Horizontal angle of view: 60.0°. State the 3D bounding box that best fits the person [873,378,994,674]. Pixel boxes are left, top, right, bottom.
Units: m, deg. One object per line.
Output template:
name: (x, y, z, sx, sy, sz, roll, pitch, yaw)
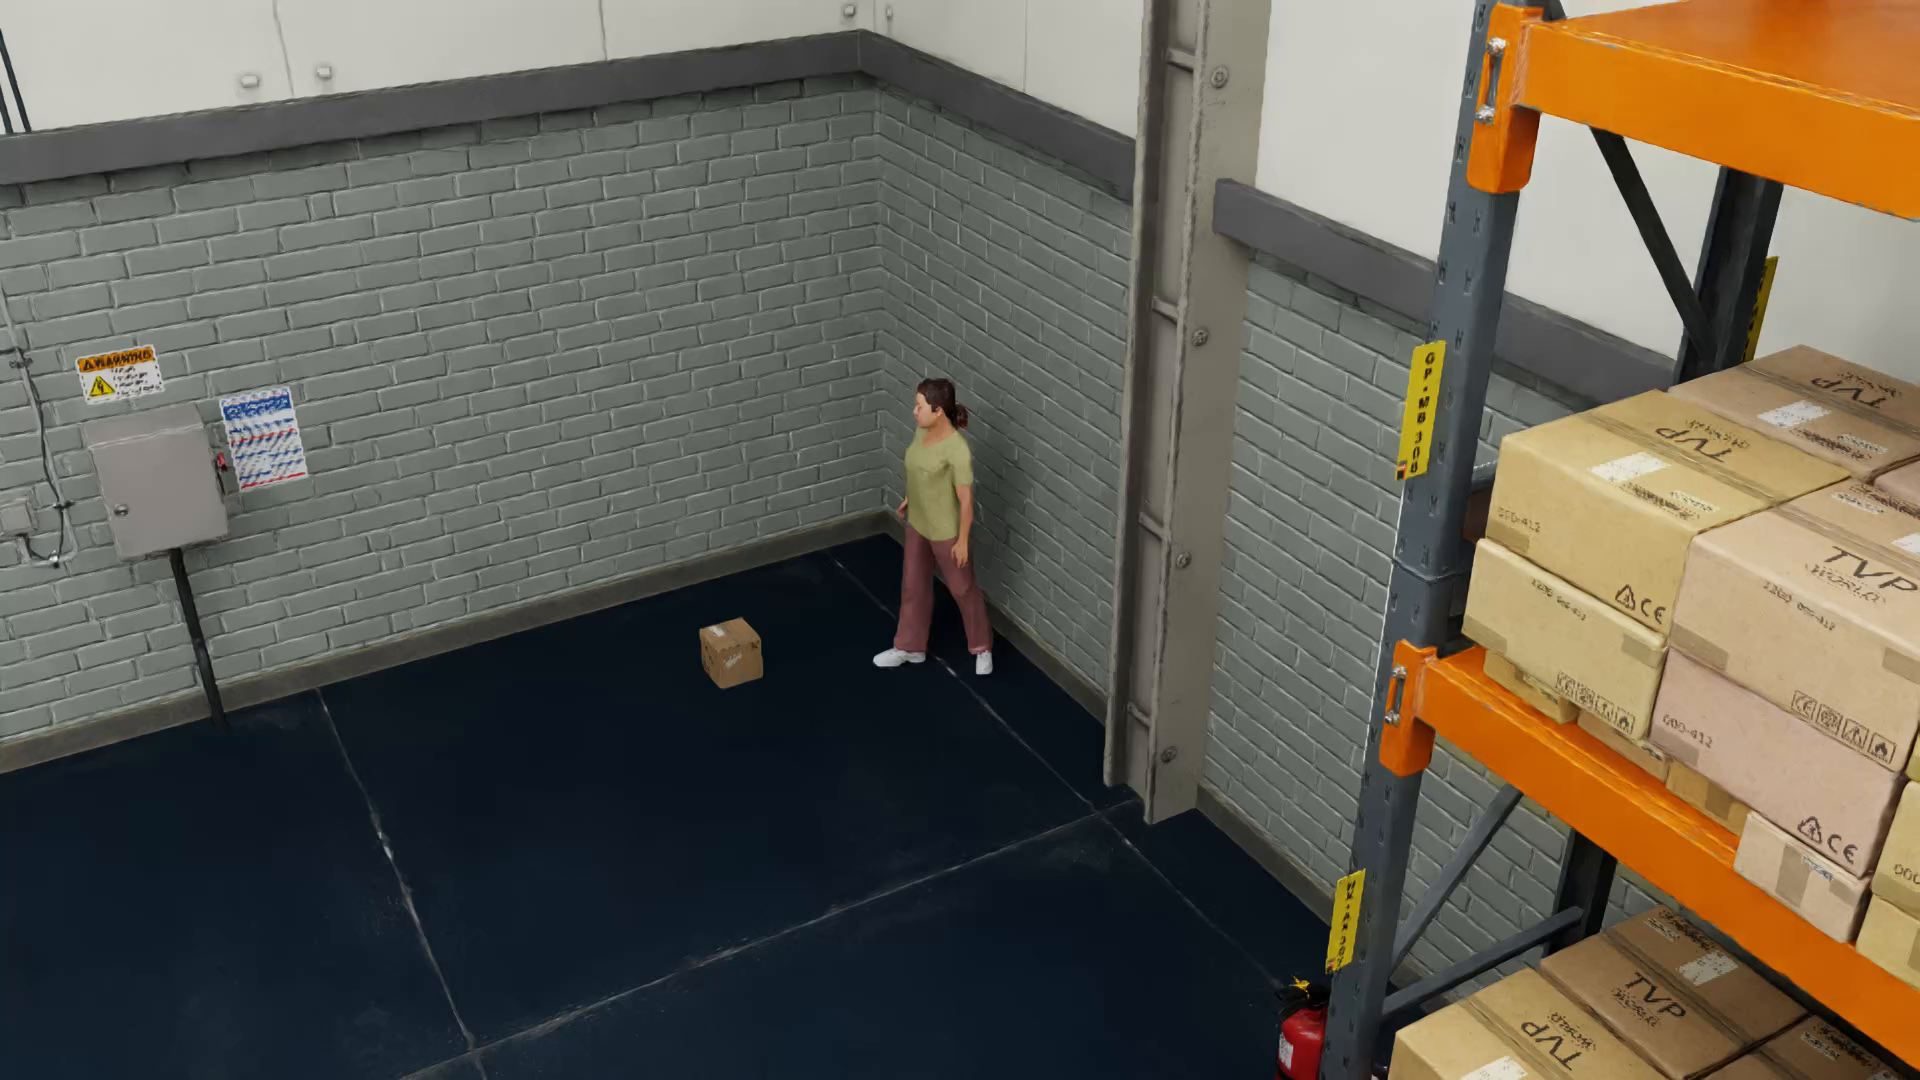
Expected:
person: (-0.145, -0.066, 8.680, 0.621, 1.653, 0.661, -20, 35, -32)
